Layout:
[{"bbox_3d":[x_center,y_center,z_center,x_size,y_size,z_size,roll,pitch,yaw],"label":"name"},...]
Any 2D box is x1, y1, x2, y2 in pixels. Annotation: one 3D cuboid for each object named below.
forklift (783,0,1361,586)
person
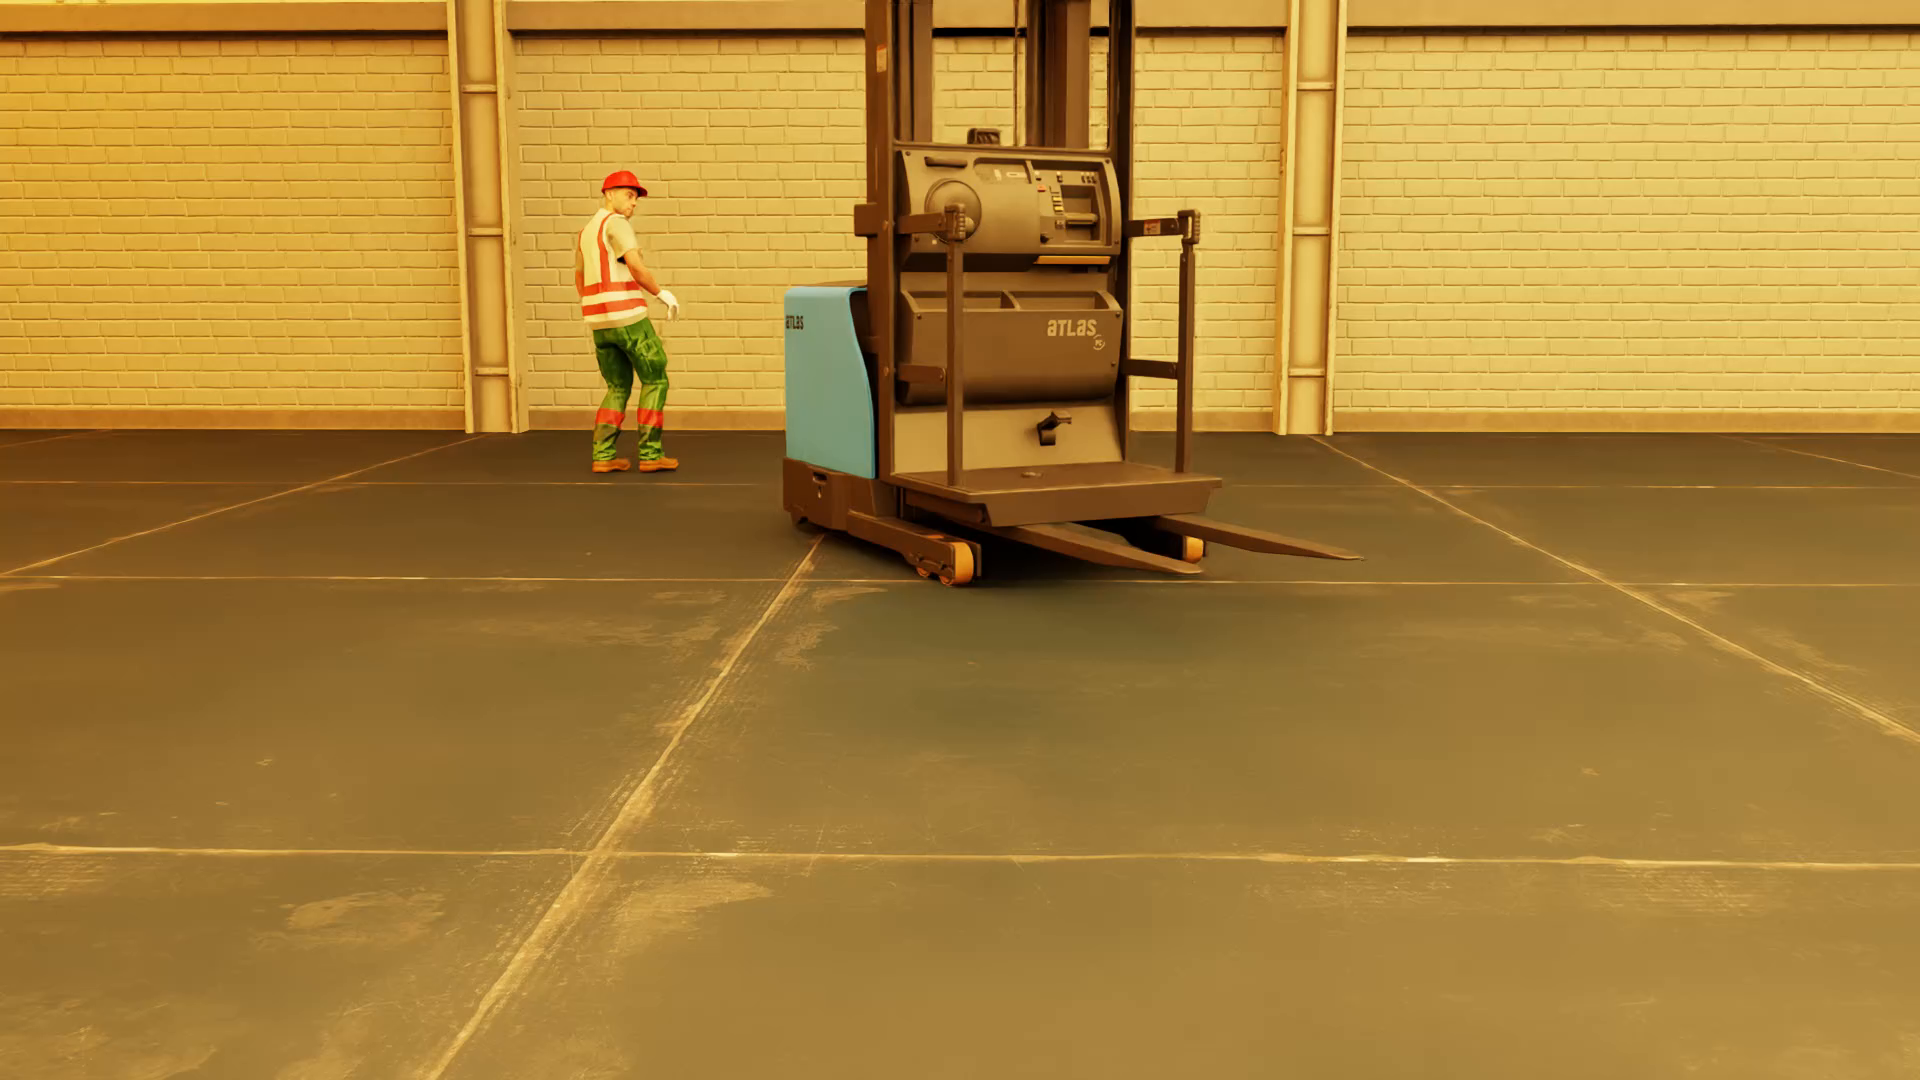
[{"bbox_3d":[0.305,-1.356,6.299,1.130,2.935,3.031,-4,10,-26],"label":"forklift"},{"bbox_3d":[-1.955,-1.268,9.699,0.740,1.741,0.512,8,12,41],"label":"person"}]
